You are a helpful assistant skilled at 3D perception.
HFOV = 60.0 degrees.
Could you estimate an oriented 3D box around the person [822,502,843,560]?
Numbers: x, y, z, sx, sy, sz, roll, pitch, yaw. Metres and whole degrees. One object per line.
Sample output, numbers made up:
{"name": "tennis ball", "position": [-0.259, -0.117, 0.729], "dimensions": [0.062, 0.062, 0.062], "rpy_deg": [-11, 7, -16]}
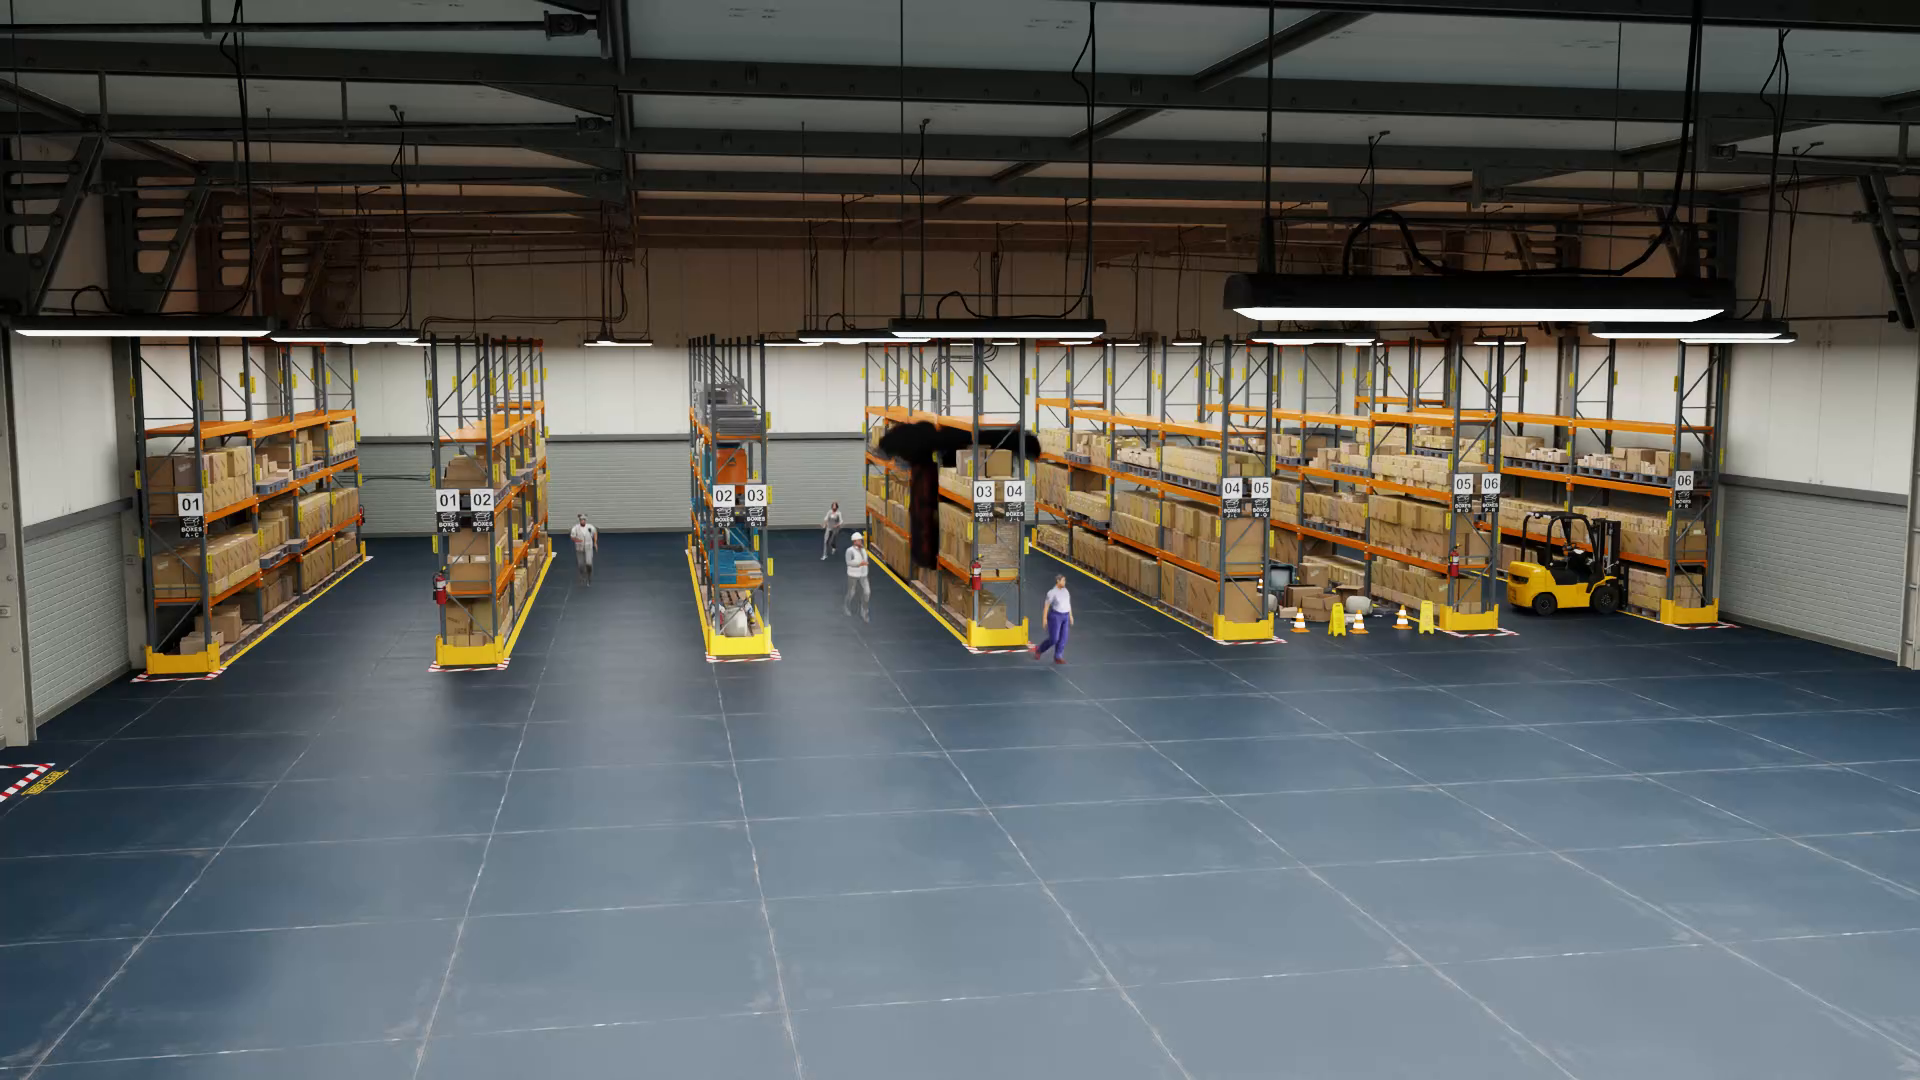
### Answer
{"name": "person", "position": [-3.467, -0.265, 45.582], "dimensions": [0.576, 1.555, 0.773], "rpy_deg": [2, 7, 15]}

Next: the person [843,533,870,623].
{"name": "person", "position": [-2.115, 0.758, 34.032], "dimensions": [0.598, 1.834, 0.852], "rpy_deg": [-5, 8, -35]}

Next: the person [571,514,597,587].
{"name": "person", "position": [-9.091, 0.254, 40.213], "dimensions": [0.616, 1.817, 0.832], "rpy_deg": [-1, 7, -9]}

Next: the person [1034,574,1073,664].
{"name": "person", "position": [1.697, 1.440, 30.328], "dimensions": [0.650, 1.644, 0.548], "rpy_deg": [-6, 9, -44]}
